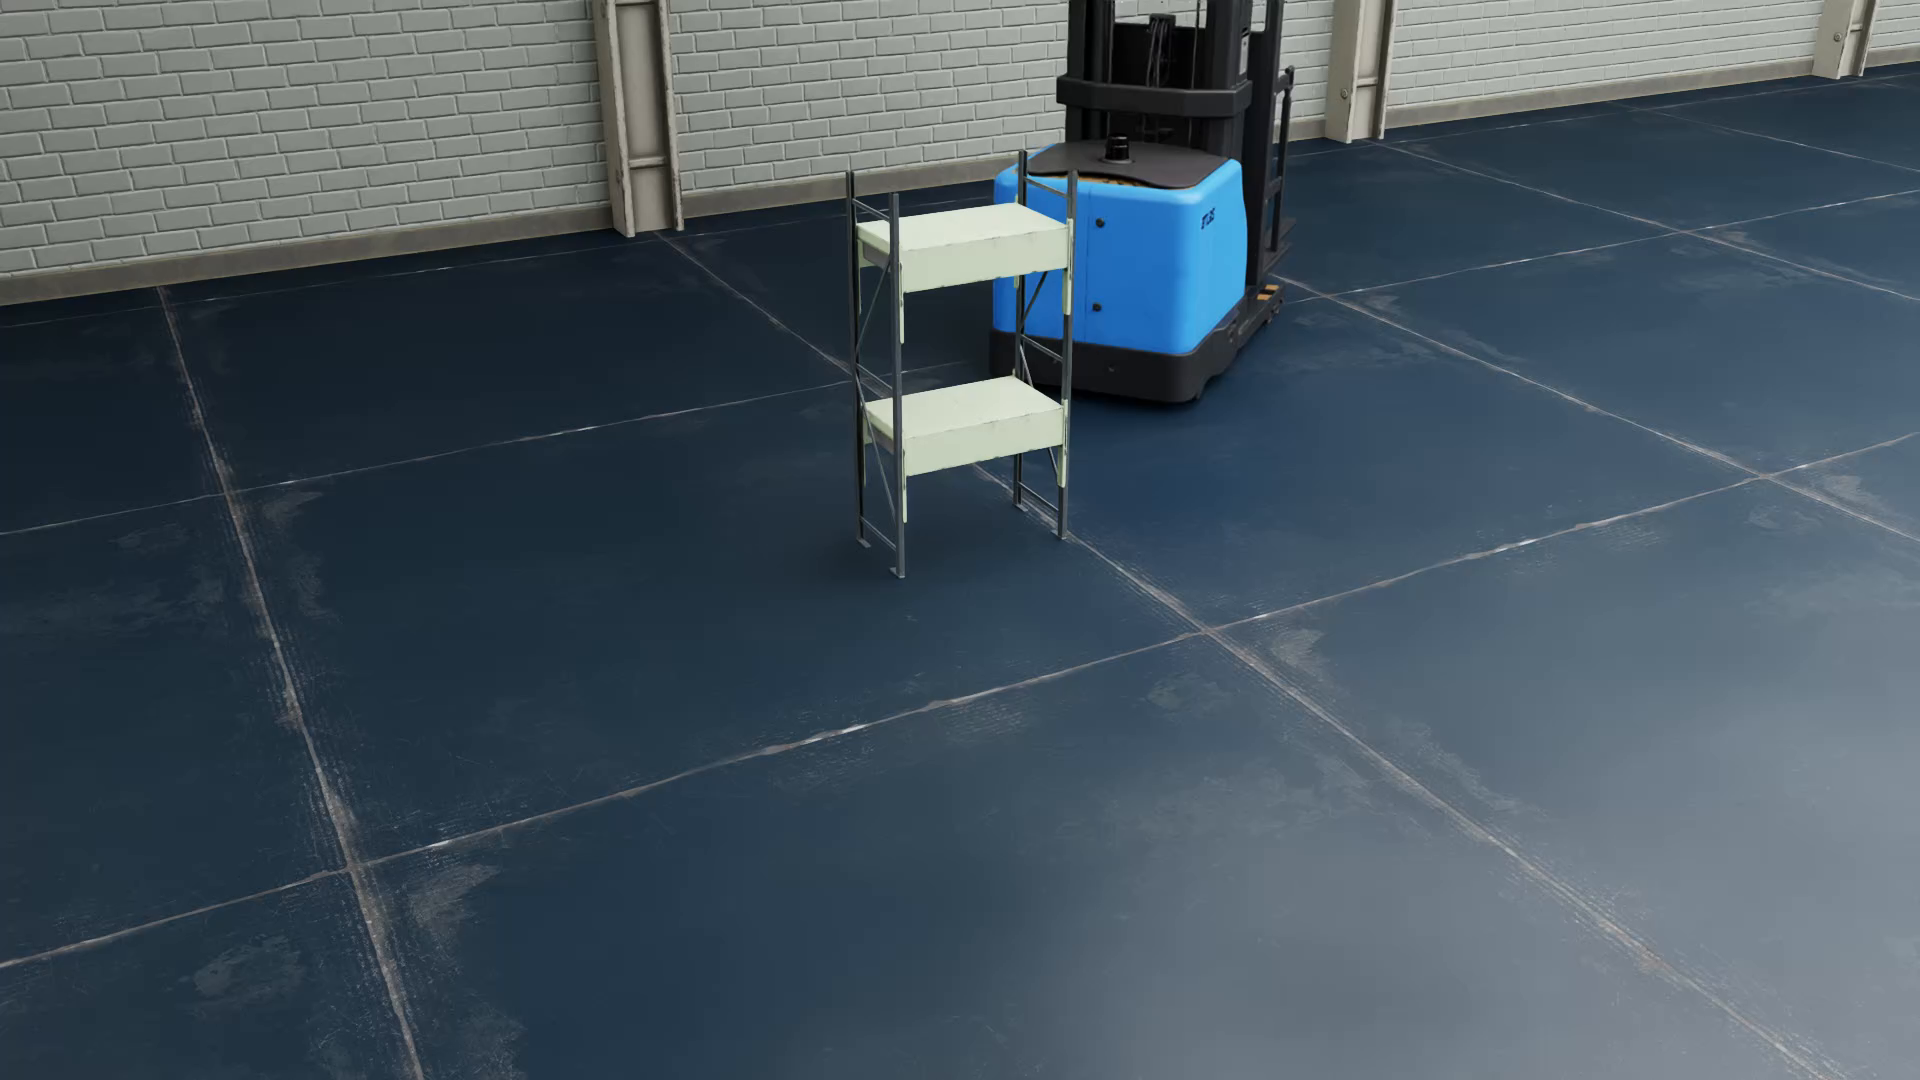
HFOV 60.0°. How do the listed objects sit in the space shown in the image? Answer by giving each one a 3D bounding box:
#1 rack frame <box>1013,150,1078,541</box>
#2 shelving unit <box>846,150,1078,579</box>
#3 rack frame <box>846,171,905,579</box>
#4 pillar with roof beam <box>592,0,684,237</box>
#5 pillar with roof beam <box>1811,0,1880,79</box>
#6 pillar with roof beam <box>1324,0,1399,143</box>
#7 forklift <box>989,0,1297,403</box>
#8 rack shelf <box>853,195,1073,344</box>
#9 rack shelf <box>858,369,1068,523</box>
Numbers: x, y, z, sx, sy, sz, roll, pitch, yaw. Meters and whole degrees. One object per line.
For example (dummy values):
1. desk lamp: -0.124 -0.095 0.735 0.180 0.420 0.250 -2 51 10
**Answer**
1. rack frame: 0.329 -0.752 6.583 0.023 1.500 0.400 -13 29 -25
2. shelving unit: 0.006 -0.677 6.428 0.755 1.500 0.431 -13 29 -25
3. rack frame: -0.317 -0.603 6.273 0.023 1.500 0.400 -13 29 -25
4. pillar with roof beam: -0.050 -4.491 5.706 0.400 9.000 9.100 -13 29 -25
5. pillar with roof beam: 10.538 -6.935 10.797 0.400 9.000 9.100 -13 29 -25
6. pillar with roof beam: 5.244 -5.713 8.252 0.400 9.000 9.100 -13 29 -25
7. forklift: 1.196 -2.589 8.756 1.130 2.935 3.031 11 28 21
8. rack shelf: 0.006 -1.029 6.259 0.720 0.370 0.431 -13 29 -25
9. rack shelf: 0.006 -0.384 6.569 0.720 0.370 0.431 -13 29 -25
